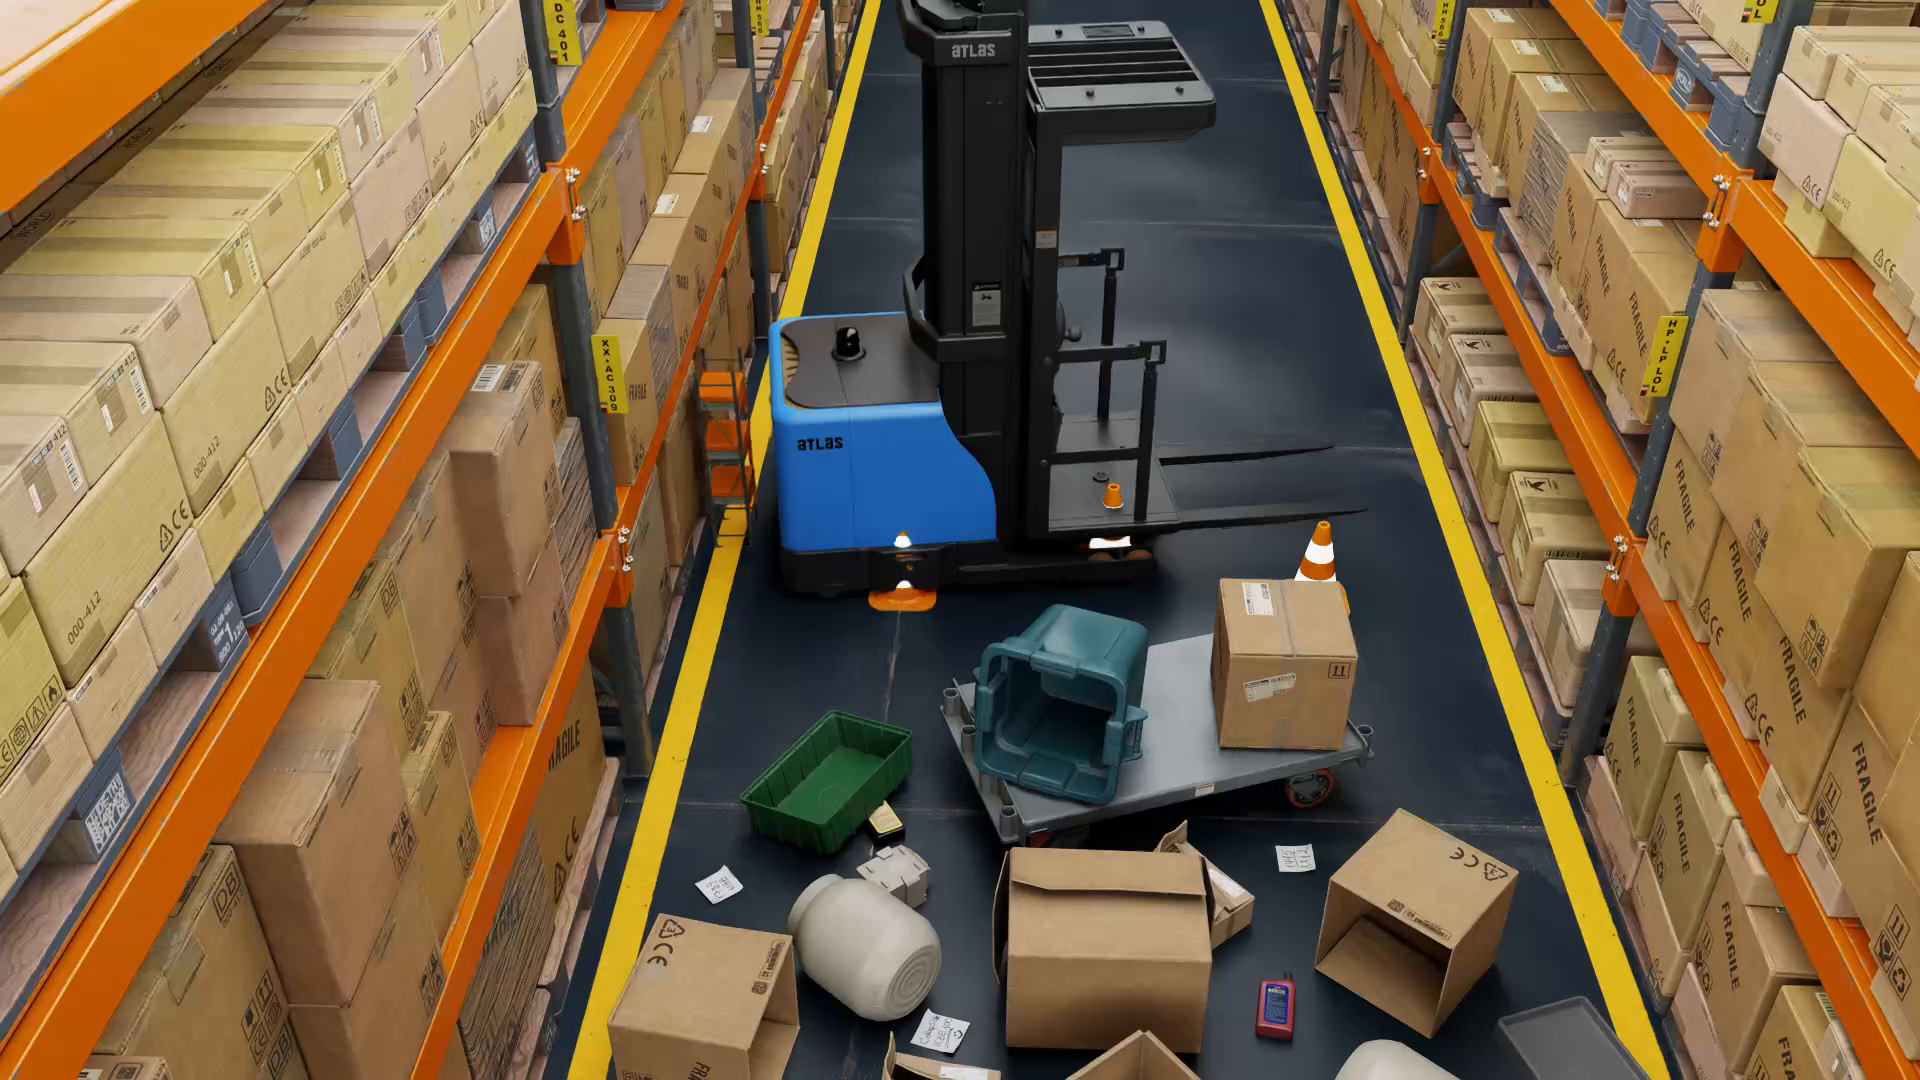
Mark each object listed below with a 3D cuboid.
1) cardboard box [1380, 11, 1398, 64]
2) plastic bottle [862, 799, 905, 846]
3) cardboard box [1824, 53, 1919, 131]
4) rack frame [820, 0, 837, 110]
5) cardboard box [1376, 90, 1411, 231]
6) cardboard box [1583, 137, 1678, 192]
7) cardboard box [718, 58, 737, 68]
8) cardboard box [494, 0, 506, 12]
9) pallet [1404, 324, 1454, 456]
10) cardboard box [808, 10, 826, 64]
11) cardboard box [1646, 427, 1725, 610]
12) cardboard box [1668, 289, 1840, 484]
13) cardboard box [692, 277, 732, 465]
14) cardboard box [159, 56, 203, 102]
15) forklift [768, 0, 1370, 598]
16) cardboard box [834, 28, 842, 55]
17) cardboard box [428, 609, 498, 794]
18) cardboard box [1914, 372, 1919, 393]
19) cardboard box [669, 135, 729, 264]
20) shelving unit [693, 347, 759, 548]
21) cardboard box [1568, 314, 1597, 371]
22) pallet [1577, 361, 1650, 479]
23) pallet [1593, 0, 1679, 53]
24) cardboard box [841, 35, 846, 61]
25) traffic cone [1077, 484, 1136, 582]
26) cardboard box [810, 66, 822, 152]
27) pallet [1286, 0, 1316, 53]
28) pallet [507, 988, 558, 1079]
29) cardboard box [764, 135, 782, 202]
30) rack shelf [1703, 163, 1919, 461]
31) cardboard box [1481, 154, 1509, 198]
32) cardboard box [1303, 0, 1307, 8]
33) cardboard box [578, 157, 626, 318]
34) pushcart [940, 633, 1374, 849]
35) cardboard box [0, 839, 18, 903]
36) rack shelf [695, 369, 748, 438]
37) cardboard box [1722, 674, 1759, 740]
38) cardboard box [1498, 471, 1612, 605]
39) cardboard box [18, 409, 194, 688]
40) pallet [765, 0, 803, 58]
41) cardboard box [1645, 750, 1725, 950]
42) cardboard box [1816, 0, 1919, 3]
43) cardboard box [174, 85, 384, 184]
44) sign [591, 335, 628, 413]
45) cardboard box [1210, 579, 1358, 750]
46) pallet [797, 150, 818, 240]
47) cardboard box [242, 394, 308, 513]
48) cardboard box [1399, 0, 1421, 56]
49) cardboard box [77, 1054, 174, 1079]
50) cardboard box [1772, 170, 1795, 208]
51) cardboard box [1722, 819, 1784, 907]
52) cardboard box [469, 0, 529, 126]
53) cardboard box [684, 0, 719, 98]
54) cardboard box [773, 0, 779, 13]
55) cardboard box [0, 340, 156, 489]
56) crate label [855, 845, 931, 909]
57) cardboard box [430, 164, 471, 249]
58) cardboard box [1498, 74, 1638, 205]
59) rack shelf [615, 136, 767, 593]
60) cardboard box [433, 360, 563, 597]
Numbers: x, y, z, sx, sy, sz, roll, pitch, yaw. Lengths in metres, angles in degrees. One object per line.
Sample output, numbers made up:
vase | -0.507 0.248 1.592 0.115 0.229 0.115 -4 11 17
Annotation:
cardboard box | 3.067 -3.295 10.905 0.500 0.250 0.500 1 35 1
plastic bottle | -0.349 1.161 6.991 0.133 0.061 0.283 -17 38 -22
cardboard box | 2.784 -1.306 4.861 0.380 0.149 0.250 2 35 3
rack frame | -1.525 -4.831 12.961 1.000 3.000 0.127 1 35 2
cardboard box | 3.415 -2.686 11.392 0.875 0.875 0.875 2 35 2
cardboard box | 2.899 -1.603 7.093 0.380 0.149 0.250 0 35 0
cardboard box | -1.466 -2.854 10.002 0.380 0.149 0.250 1 35 1
cardboard box | -1.542 -1.681 4.943 0.380 0.149 0.250 1 35 1
pallet | 3.232 -0.887 9.774 1.003 0.211 1.213 1 35 2
cardboard box | -1.302 -3.853 12.726 0.500 0.250 0.500 0 35 1
cardboard box | 2.808 -0.095 5.876 0.500 0.500 0.500 1 35 2
cardboard box | 2.870 -0.502 5.587 0.700 0.500 0.500 1 35 1
cardboard box | -1.832 -0.934 9.008 1.050 0.750 0.750 2 35 3
cardboard box | -2.230 -1.259 4.343 0.380 0.149 0.250 1 35 1
forklift | 0.568 -1.271 7.955 3.031 2.935 1.130 -4 35 -5
cardboard box | -1.191 -4.159 13.860 0.380 0.149 0.250 3 35 4
cardboard box | -1.988 0.540 5.188 0.875 0.550 0.550 1 35 2
cardboard box | 2.707 -0.391 4.253 0.380 0.149 0.250 1 35 1
cardboard box | -1.477 -1.735 8.469 0.500 0.500 0.500 1 35 1
shelving unit | -1.179 -0.458 8.428 0.215 1.050 0.252 0 36 1
cardboard box | 2.852 -0.850 7.149 0.380 0.149 0.250 1 35 1
pallet | 3.280 -0.536 7.016 1.003 0.211 1.213 1 35 2
pallet | 3.274 -2.277 6.882 1.213 0.211 1.003 1 35 2
cardboard box | -1.178 -4.191 14.165 0.380 0.149 0.250 2 35 3
traffic cone | 0.767 -0.075 8.400 0.336 0.463 0.334 1 35 2
cardboard box | -1.324 -3.254 12.526 0.500 0.500 0.500 1 35 1
pallet | 3.580 -4.772 15.302 1.003 0.211 1.213 1 35 2
pallet | -2.001 2.044 5.604 1.003 0.211 1.213 1 35 2
cardboard box | -1.416 -2.379 10.629 0.500 0.250 0.500 0 35 0
rack shelf | 3.024 0.038 4.050 1.077 0.370 4.000 1 35 2
cardboard box | 2.932 -1.888 8.627 0.380 0.149 0.250 2 35 2
cardboard box | 3.631 -5.289 15.476 0.875 0.438 0.875 2 35 3
cardboard box | -1.813 -1.266 6.931 0.700 0.500 0.500 1 35 1
pushcart | 0.824 0.870 7.129 1.648 0.377 0.936 -10 36 -14
cardboard box | -1.673 0.537 2.481 0.380 0.149 0.250 2 35 2
rack shelf | -1.182 -0.678 8.266 0.215 0.259 0.240 0 36 1
cardboard box | 2.788 0.539 5.539 0.380 0.149 0.250 2 35 3
cardboard box | 3.148 0.010 7.993 0.950 0.372 0.625 3 35 5
cardboard box | -1.712 0.000 2.898 0.500 0.250 0.500 1 35 1
pallet | -1.647 -3.593 11.366 1.003 0.211 1.213 1 35 2
cardboard box | 2.801 1.108 5.884 0.500 0.500 0.500 3 35 4
cardboard box | 3.000 -2.057 5.735 0.500 0.250 0.500 2 35 3
cardboard box | -1.594 -0.956 3.911 0.380 0.149 0.250 1 35 1
sign | -1.292 -0.609 6.132 0.100 0.325 0.005 1 35 2
cardboard box | 1.324 0.510 6.876 0.500 0.500 0.500 1 35 2
pallet | -1.601 -2.540 12.126 1.003 0.211 1.213 1 35 2
cardboard box | -1.622 -0.188 3.513 0.380 0.149 0.250 1 35 2
cardboard box | 3.047 -3.199 10.334 0.500 0.250 0.500 0 35 1
cardboard box | -1.953 1.348 3.100 0.875 0.550 0.550 1 35 2
cardboard box | 2.844 -1.128 5.301 0.380 0.149 0.250 1 35 1
cardboard box | 2.719 1.056 5.395 0.380 0.149 0.250 3 35 5
cardboard box | -1.609 -1.446 4.956 0.500 0.250 0.500 1 35 1
cardboard box | -1.713 -2.725 9.008 0.700 0.500 0.500 1 35 2
cardboard box | -1.415 -3.616 11.086 0.380 0.149 0.250 2 35 3
cardboard box | -1.643 -0.221 2.865 0.380 0.149 0.250 2 35 2
crate label | -0.272 1.358 6.645 0.298 0.136 0.250 -24 42 -30
cardboard box | -1.570 -0.915 4.547 0.380 0.149 0.250 1 35 2
cardboard box | 2.987 -1.953 8.155 0.500 0.500 0.500 2 35 3
rack shelf | -1.766 -1.090 8.263 1.077 0.370 4.000 1 35 2
cardboard box | -1.801 -0.208 5.314 0.875 0.550 0.550 1 35 2
